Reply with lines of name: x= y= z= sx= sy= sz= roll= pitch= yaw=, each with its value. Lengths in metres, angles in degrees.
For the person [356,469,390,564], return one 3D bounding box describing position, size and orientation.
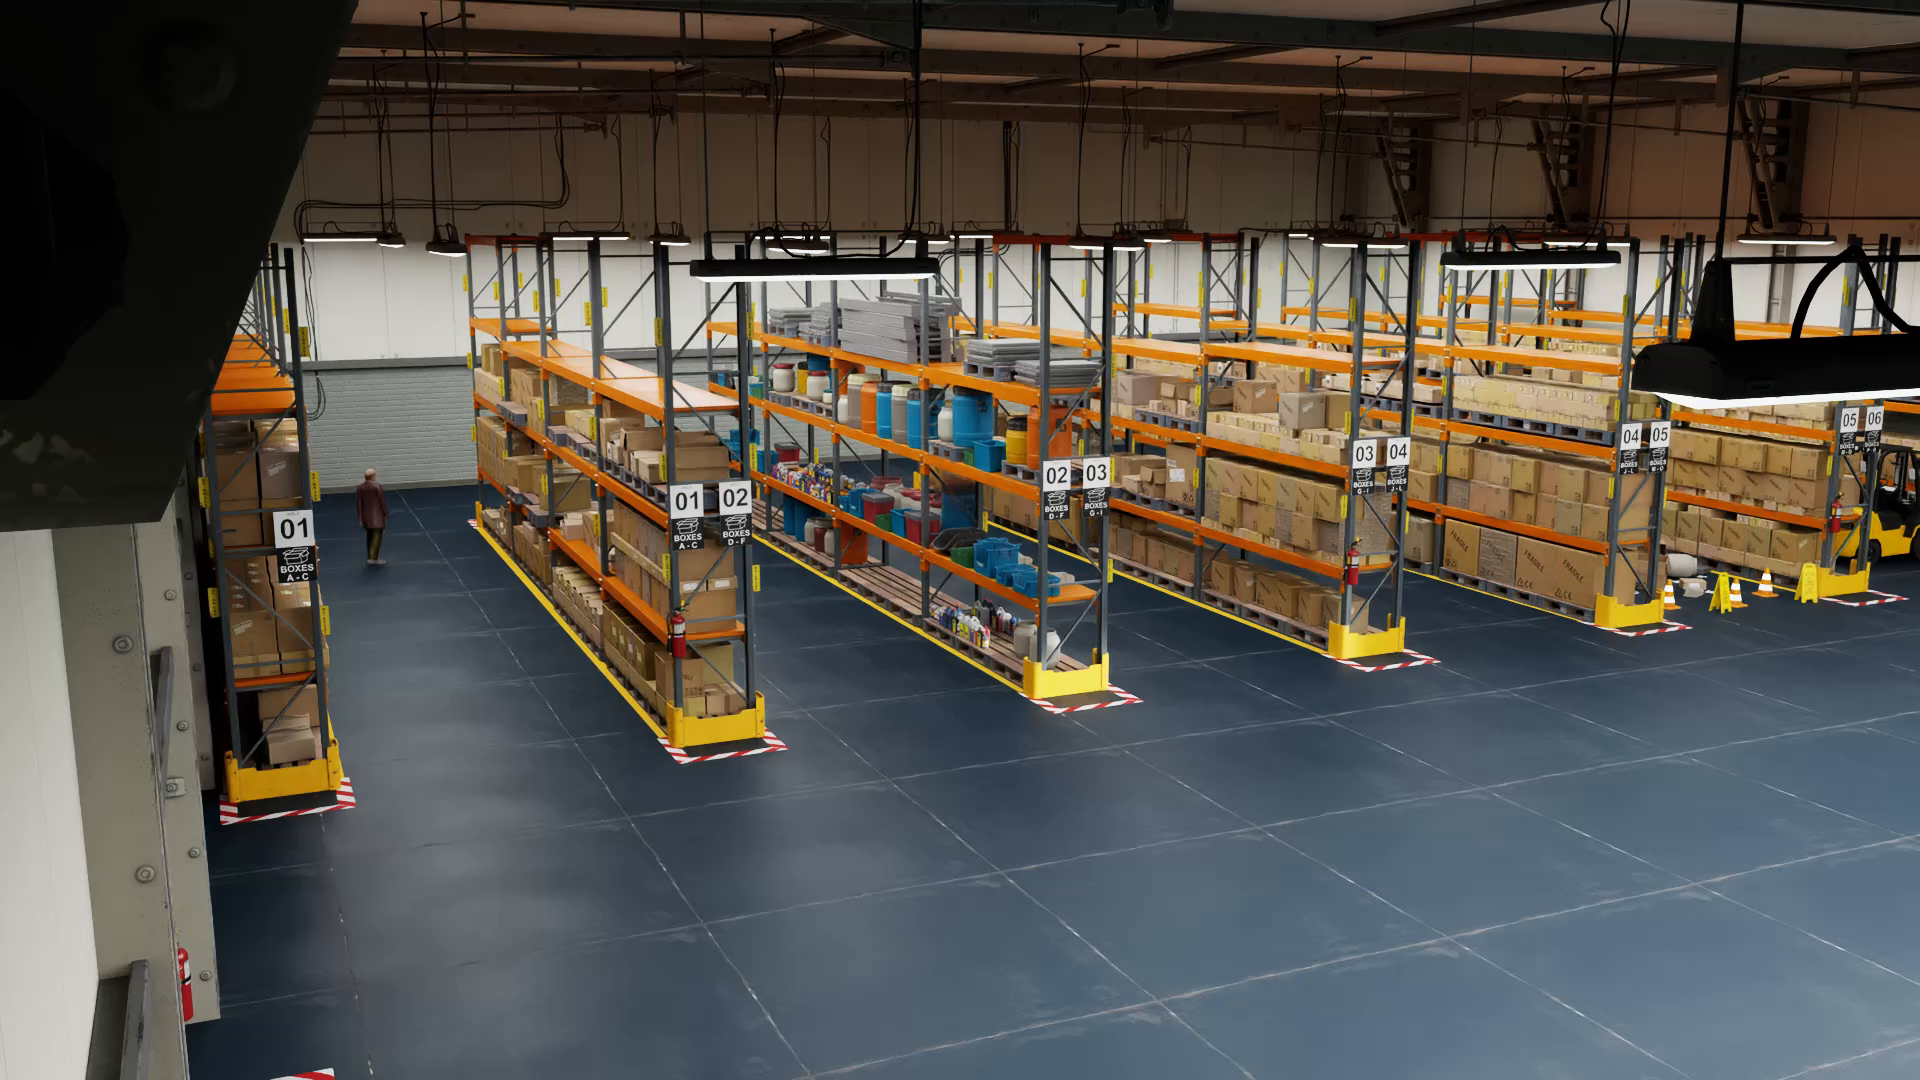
person: x=-10.862 y=-0.437 z=30.732 sx=0.618 sy=1.773 sz=0.799 roll=4 pitch=12 yaw=19
